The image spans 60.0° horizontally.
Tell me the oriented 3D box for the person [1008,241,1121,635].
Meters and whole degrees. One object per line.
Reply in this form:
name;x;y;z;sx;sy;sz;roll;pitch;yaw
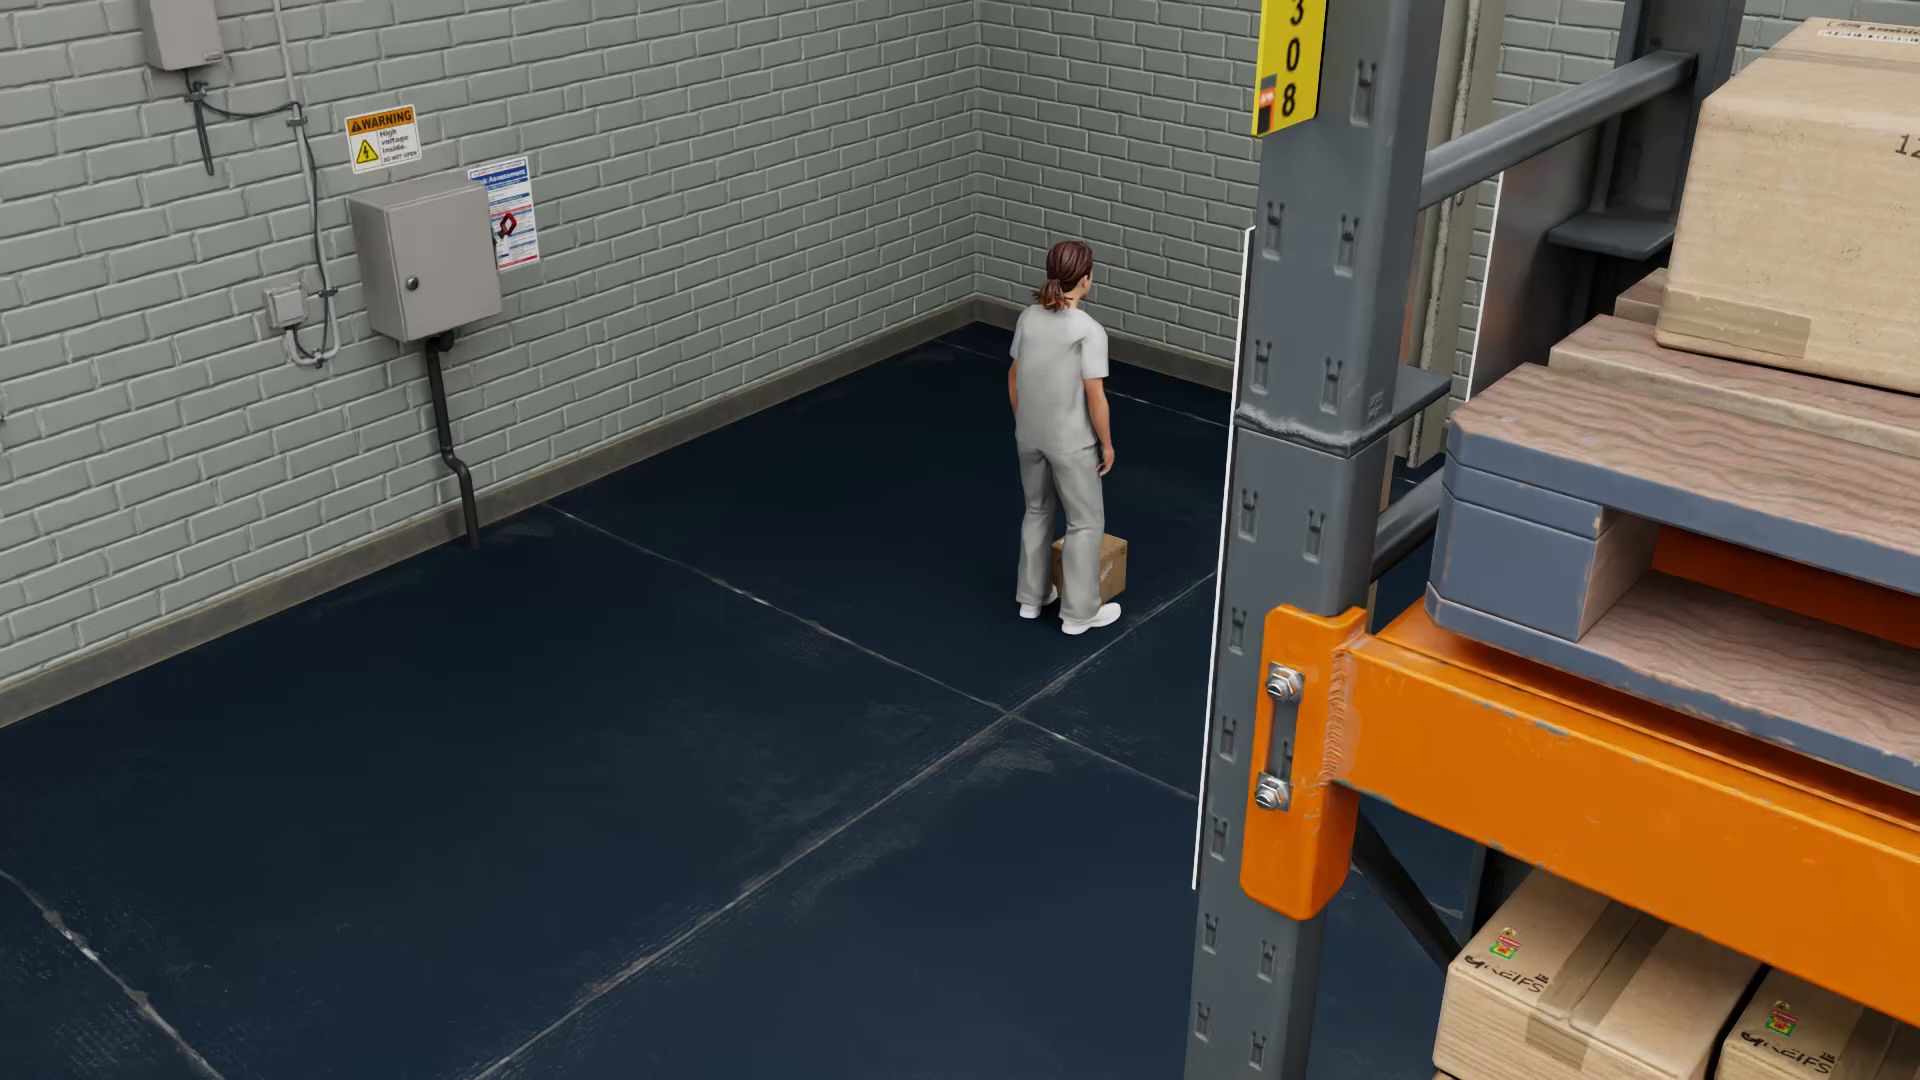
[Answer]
person;0.420;-0.418;6.924;0.496;1.672;0.352;20;34;34
